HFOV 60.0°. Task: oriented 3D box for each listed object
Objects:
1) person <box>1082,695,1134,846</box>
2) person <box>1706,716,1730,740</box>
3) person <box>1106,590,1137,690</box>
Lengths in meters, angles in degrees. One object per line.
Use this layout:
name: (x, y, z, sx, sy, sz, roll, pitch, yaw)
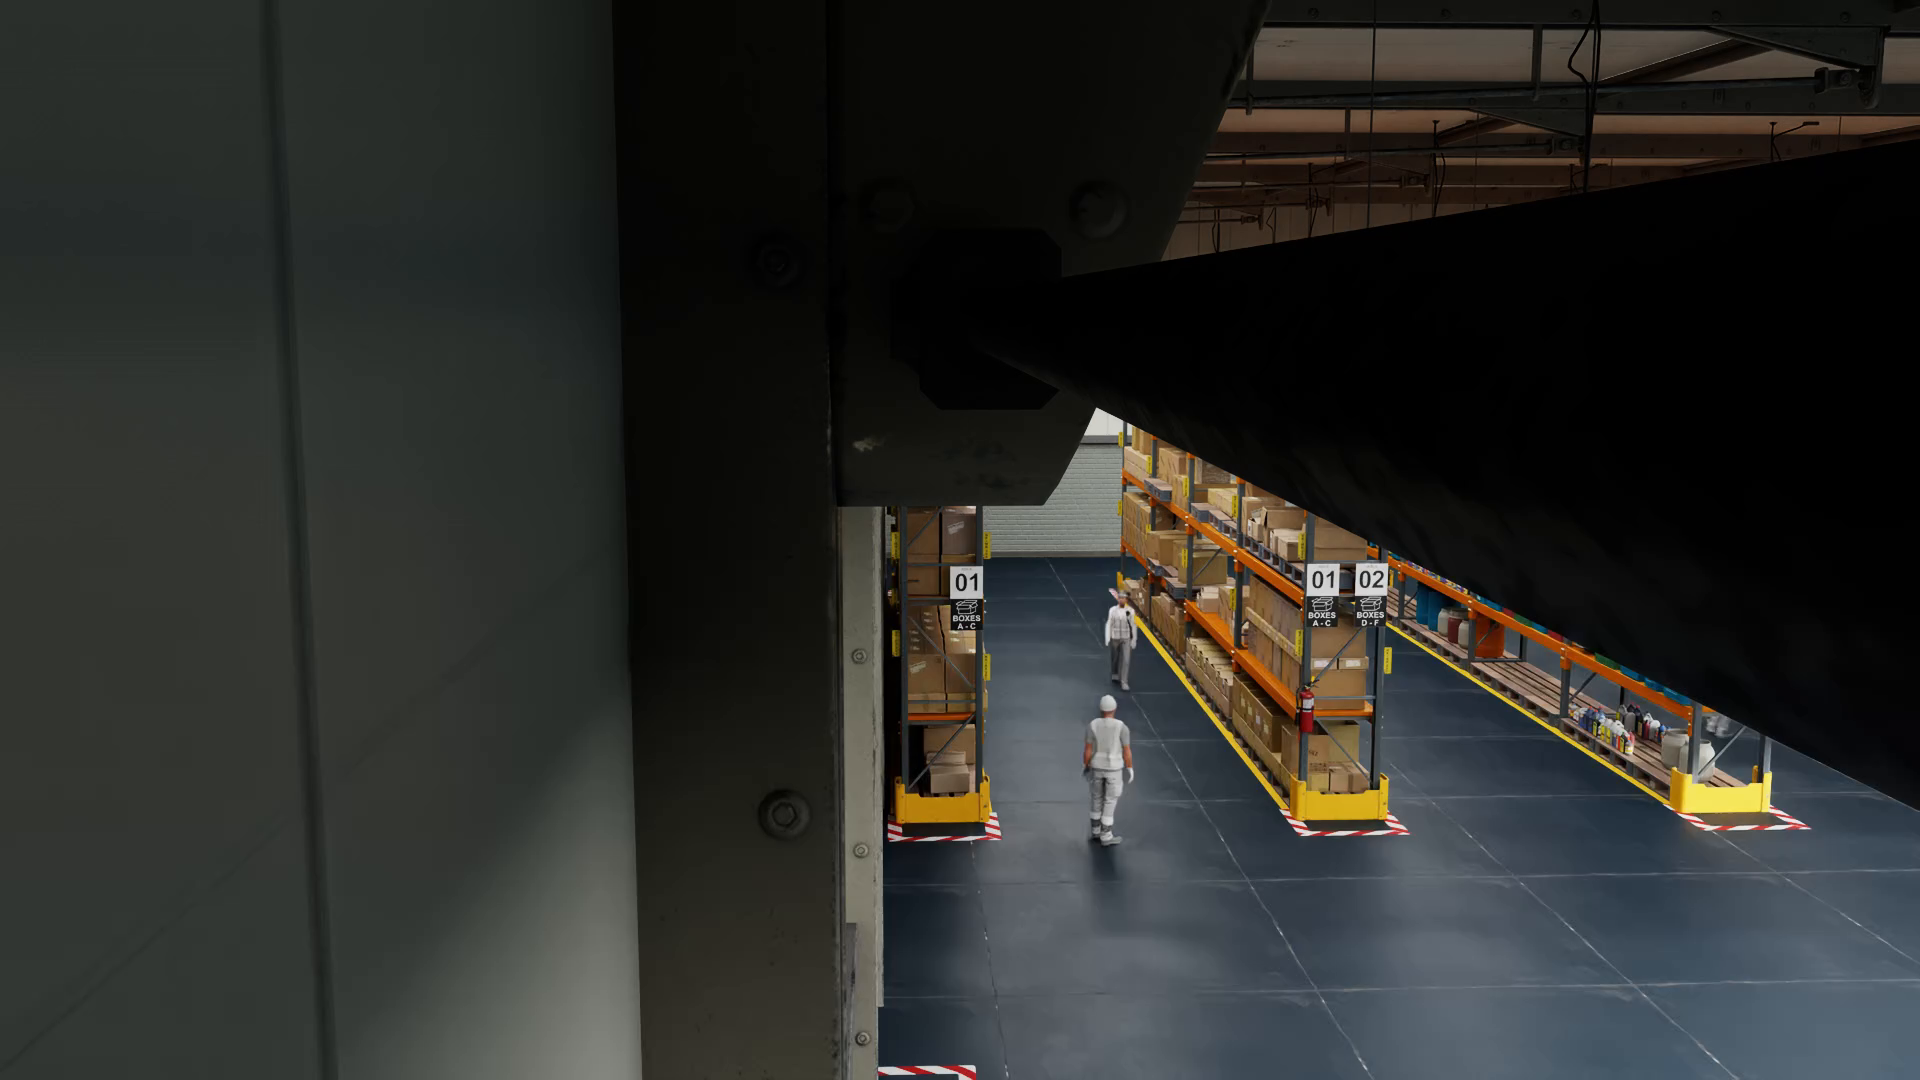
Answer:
person: (1.778, 2.696, 19.692, 0.598, 1.799, 0.526, 4, 9, 27)
person: (11.214, 2.003, 24.620, 0.585, 1.801, 0.576, 7, 11, 41)
person: (2.687, 1.634, 27.688, 0.534, 1.640, 0.963, 0, 8, 3)
